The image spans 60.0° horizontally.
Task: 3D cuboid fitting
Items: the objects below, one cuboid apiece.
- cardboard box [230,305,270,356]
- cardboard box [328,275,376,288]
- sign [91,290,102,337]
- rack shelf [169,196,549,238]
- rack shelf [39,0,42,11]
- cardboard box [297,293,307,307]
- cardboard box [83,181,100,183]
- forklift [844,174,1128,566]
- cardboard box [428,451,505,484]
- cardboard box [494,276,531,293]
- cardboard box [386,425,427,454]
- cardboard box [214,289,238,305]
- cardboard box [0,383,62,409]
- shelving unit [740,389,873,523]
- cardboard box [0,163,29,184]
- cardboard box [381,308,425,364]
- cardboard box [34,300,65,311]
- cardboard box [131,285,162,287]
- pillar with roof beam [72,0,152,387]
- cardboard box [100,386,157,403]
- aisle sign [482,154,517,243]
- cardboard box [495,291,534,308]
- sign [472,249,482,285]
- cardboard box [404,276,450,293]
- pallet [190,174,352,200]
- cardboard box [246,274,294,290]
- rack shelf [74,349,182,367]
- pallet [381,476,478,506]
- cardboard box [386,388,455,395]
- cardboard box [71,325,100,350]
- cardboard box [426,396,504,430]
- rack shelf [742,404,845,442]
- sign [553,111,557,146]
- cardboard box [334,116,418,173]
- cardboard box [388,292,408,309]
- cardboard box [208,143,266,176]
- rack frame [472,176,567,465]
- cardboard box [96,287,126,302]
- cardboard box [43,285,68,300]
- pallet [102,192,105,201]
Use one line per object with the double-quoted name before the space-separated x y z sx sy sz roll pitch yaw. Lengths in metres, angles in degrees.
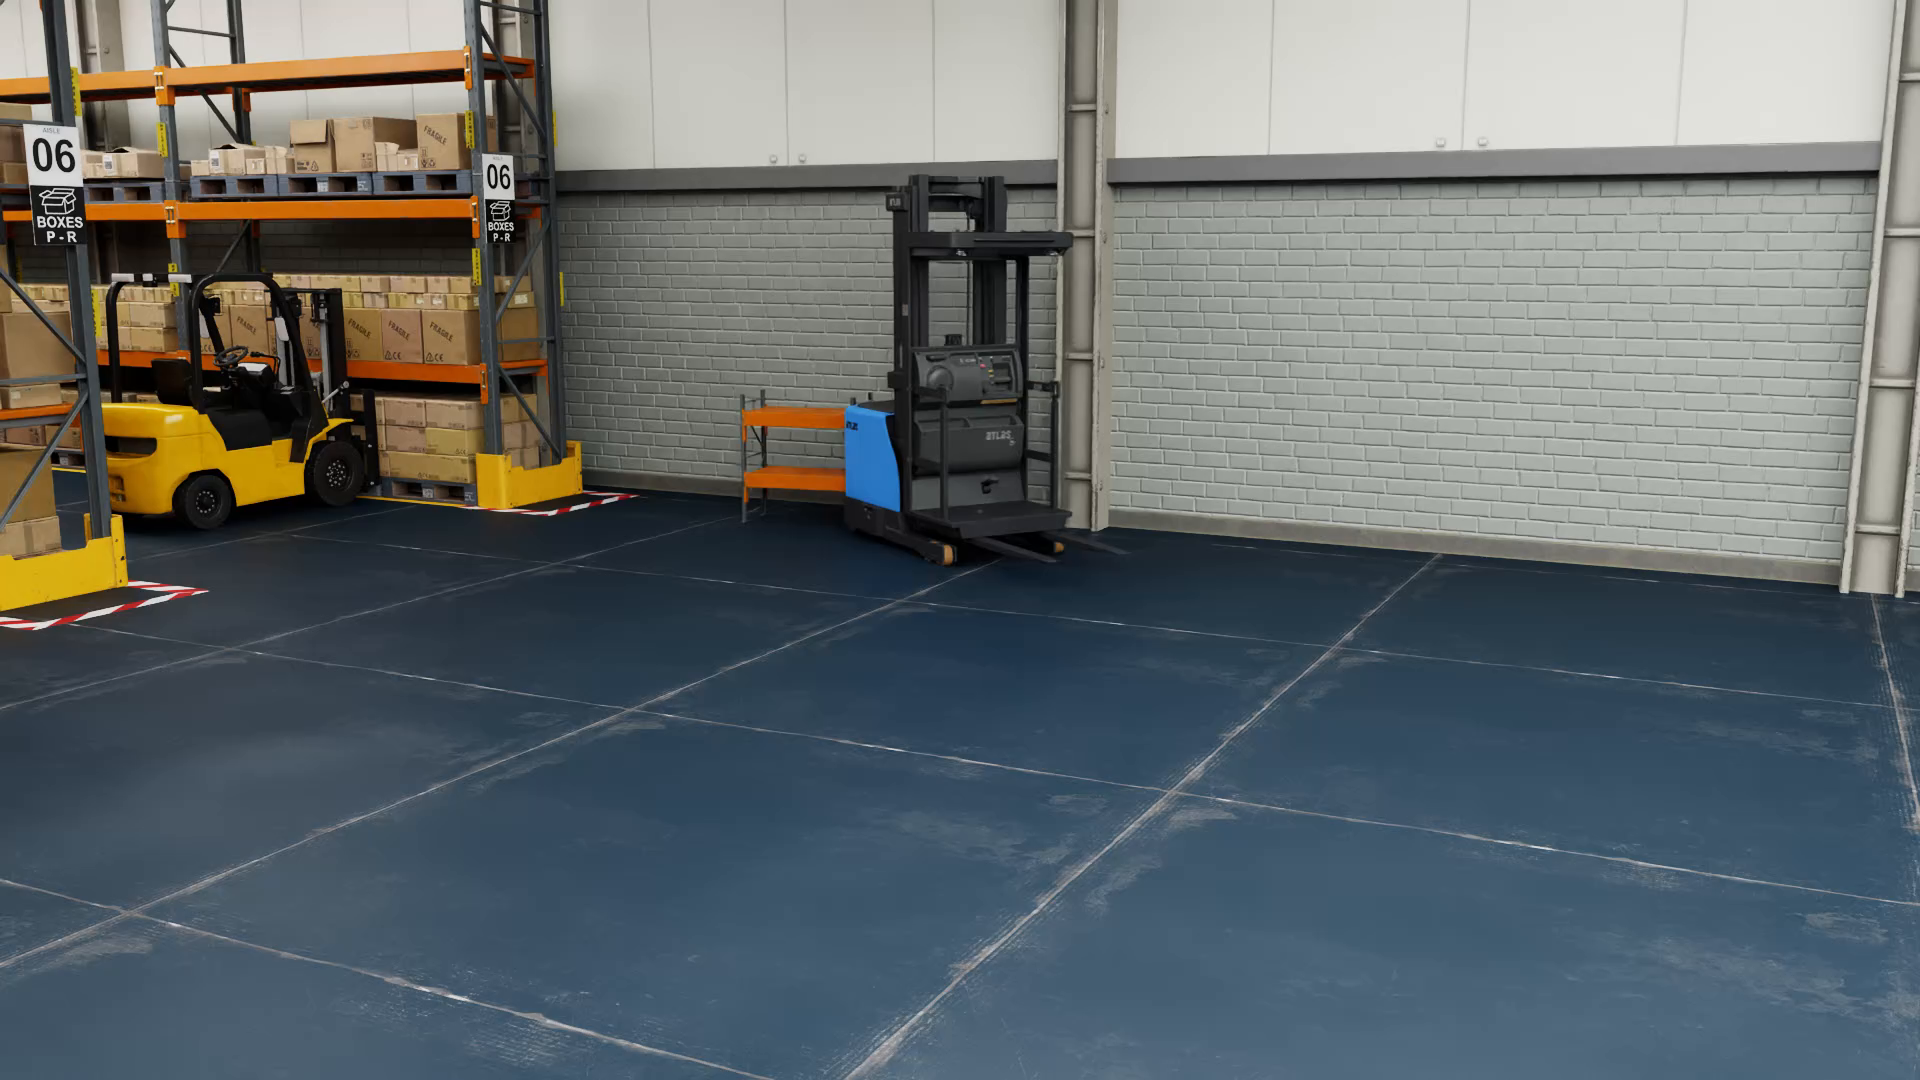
"cardboard box" -6.935 -2.113 16.699 0.500 0.500 0.500 5 12 27
"cardboard box" -5.897 -2.492 16.142 0.250 0.149 0.380 5 11 27
"sign" -6.057 -1.583 11.622 0.005 0.325 0.100 5 11 26
"rack shelf" -5.898 -3.143 16.270 4.000 0.370 1.077 5 11 26
"rack shelf" -8.091 -3.824 11.621 4.000 0.370 1.077 5 11 26
"cardboard box" -6.387 -2.374 16.324 0.250 0.149 0.380 5 11 24
"cardboard box" -9.709 -4.015 18.268 0.250 0.166 0.380 5 11 26
"forklift" 0.178 -1.334 12.869 1.130 2.935 3.031 -6 12 -29
"cardboard box" -4.666 -0.703 15.736 0.500 0.250 0.500 5 11 26
"cardboard box" -4.311 -2.439 15.844 0.250 0.149 0.380 5 11 25
"cardboard box" -5.124 -0.992 15.929 0.500 0.250 0.500 5 11 25
"cardboard box" -7.289 -2.459 16.795 0.250 0.149 0.380 5 12 27
"cardboard box" -6.510 -1.006 11.573 0.250 0.149 0.380 5 11 26
"shelving unit" -1.333 -0.723 14.565 1.048 1.125 0.538 3 11 16
"cardboard box" -6.451 -2.501 11.407 0.250 0.149 0.380 5 11 26
"cardboard box" -5.123 -1.952 15.810 0.500 0.500 0.500 5 12 28
"cardboard box" -9.610 -2.472 17.983 0.500 0.250 0.500 5 11 27
"cardboard box" -8.803 -2.699 18.116 0.250 0.149 0.380 5 11 26
"pillar with roof beam" -11.616 -4.799 14.980 0.400 9.000 9.100 5 11 26
"cardboard box" -8.857 -1.318 18.080 0.625 0.625 0.875 5 11 25
"aisle sign" -4.176 -3.090 15.083 0.004 0.787 0.394 5 11 26
"cardboard box" -4.294 -2.300 15.912 0.250 0.149 0.380 5 11 24
"sign" -4.357 -2.464 15.005 0.005 0.325 0.100 5 11 26
"cardboard box" -5.001 -2.403 15.649 0.250 0.149 0.380 5 12 27
"pallet" -6.915 -3.548 16.736 1.213 0.211 1.003 5 11 26
"cardboard box" -6.844 -2.559 16.510 0.250 0.149 0.380 5 12 27
"rack shelf" -9.485 -1.982 18.279 4.000 0.370 1.077 5 11 26
"pallet" -4.809 -0.545 16.147 1.213 0.211 1.003 5 11 26
"cardboard box" -5.345 -1.357 16.539 0.500 0.250 0.500 5 11 25
"cardboard box" -9.144 -2.185 17.803 0.500 0.250 0.500 5 11 26
"cardboard box" -4.655 -1.195 15.646 0.500 0.250 0.500 5 12 28
"rack shelf" -1.333 -1.011 14.513 1.000 0.278 0.538 3 11 16
"sign" -3.854 -3.896 15.737 0.005 0.325 0.100 5 11 26
"cardboard box" -5.484 -3.737 15.792 0.500 0.500 0.700 5 11 26
"cardboard box" -5.205 -2.281 15.809 0.250 0.149 0.380 5 11 25
"cardboard box" -7.053 -3.762 16.461 0.500 0.311 0.500 5 12 27
"rack frame" -4.104 -1.863 15.602 0.127 3.000 1.000 5 11 26
"cardboard box" -8.826 -2.583 17.477 0.250 0.149 0.380 5 11 24
"cardboard box" -9.685 -2.685 18.039 0.250 0.149 0.380 5 11 26
"pallet" -9.626 -3.750 18.134 1.213 0.211 1.003 6 12 28
